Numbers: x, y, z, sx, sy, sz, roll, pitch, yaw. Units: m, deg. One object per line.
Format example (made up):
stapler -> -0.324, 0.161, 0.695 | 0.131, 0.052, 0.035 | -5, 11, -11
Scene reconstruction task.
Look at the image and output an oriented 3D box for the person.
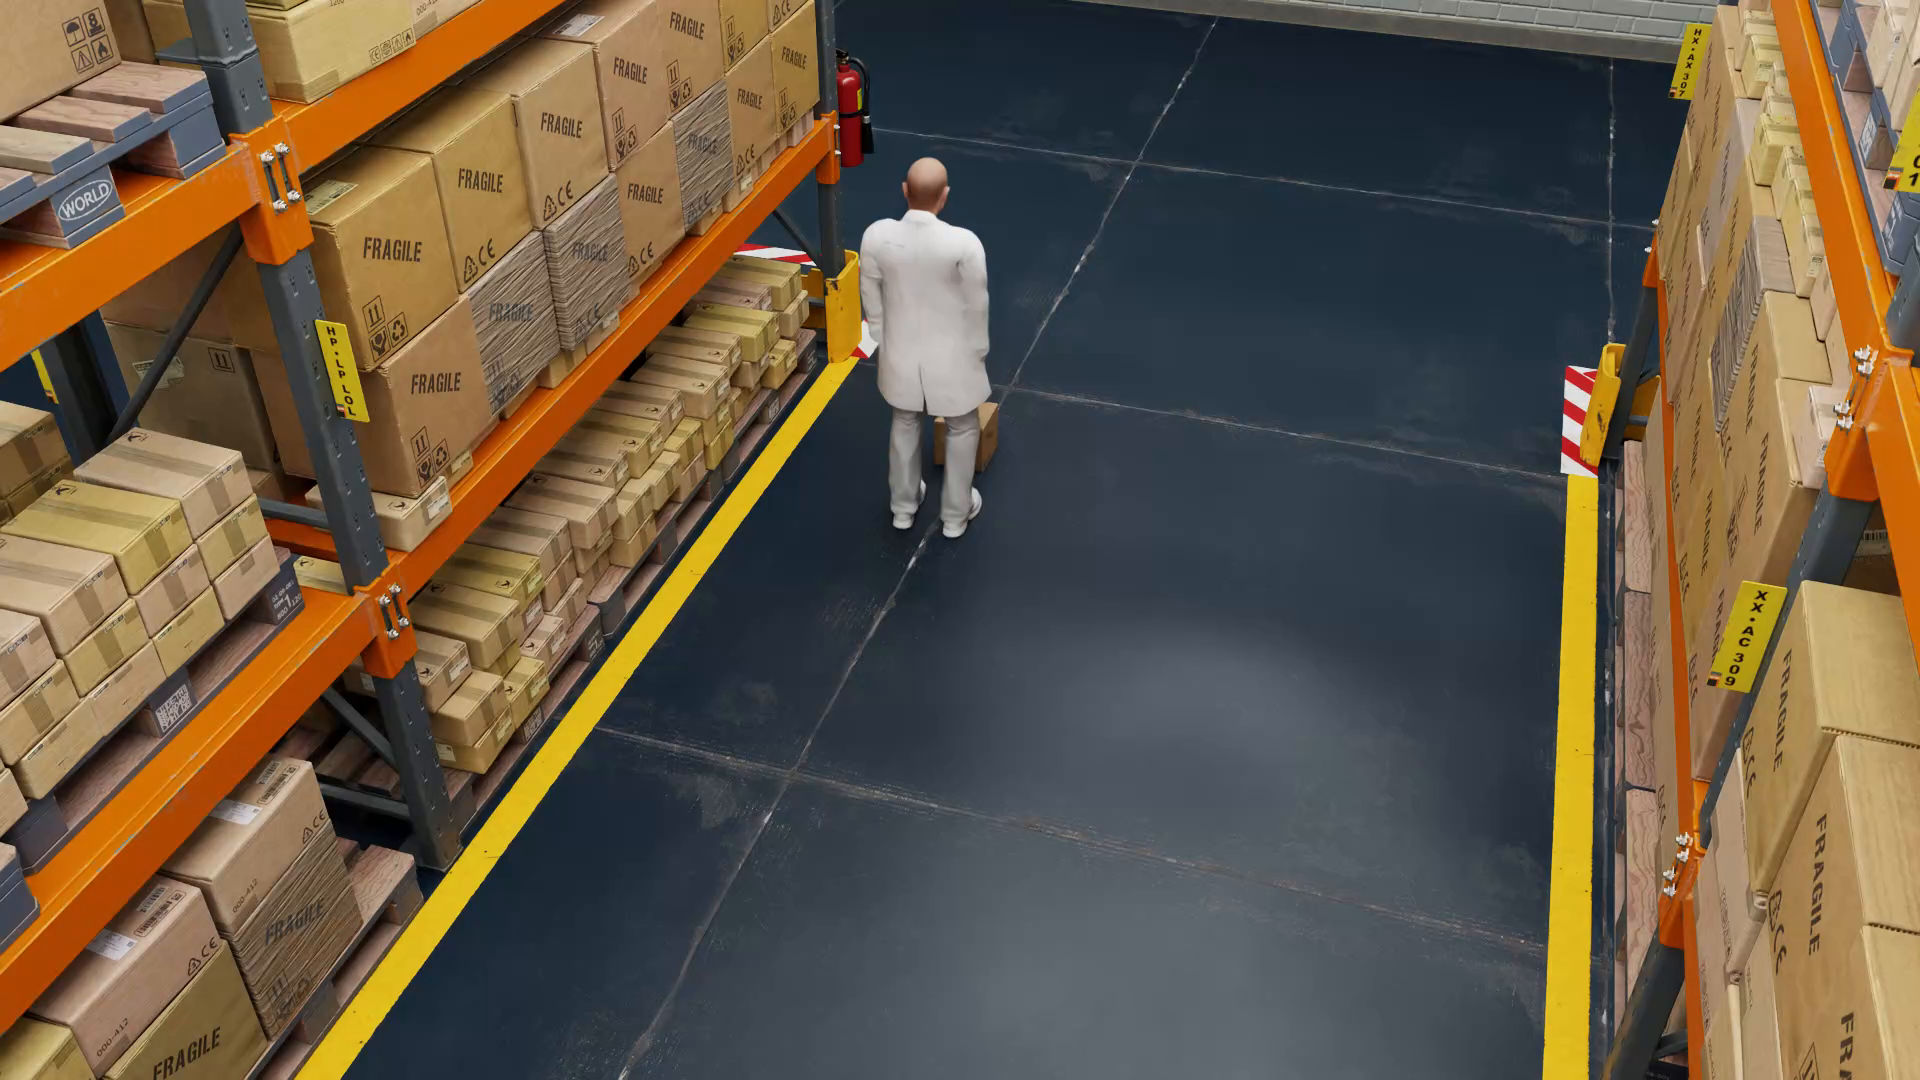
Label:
person -> -0.144, -0.831, 7.309 | 0.575, 1.757, 0.381 | 10, 38, 14
